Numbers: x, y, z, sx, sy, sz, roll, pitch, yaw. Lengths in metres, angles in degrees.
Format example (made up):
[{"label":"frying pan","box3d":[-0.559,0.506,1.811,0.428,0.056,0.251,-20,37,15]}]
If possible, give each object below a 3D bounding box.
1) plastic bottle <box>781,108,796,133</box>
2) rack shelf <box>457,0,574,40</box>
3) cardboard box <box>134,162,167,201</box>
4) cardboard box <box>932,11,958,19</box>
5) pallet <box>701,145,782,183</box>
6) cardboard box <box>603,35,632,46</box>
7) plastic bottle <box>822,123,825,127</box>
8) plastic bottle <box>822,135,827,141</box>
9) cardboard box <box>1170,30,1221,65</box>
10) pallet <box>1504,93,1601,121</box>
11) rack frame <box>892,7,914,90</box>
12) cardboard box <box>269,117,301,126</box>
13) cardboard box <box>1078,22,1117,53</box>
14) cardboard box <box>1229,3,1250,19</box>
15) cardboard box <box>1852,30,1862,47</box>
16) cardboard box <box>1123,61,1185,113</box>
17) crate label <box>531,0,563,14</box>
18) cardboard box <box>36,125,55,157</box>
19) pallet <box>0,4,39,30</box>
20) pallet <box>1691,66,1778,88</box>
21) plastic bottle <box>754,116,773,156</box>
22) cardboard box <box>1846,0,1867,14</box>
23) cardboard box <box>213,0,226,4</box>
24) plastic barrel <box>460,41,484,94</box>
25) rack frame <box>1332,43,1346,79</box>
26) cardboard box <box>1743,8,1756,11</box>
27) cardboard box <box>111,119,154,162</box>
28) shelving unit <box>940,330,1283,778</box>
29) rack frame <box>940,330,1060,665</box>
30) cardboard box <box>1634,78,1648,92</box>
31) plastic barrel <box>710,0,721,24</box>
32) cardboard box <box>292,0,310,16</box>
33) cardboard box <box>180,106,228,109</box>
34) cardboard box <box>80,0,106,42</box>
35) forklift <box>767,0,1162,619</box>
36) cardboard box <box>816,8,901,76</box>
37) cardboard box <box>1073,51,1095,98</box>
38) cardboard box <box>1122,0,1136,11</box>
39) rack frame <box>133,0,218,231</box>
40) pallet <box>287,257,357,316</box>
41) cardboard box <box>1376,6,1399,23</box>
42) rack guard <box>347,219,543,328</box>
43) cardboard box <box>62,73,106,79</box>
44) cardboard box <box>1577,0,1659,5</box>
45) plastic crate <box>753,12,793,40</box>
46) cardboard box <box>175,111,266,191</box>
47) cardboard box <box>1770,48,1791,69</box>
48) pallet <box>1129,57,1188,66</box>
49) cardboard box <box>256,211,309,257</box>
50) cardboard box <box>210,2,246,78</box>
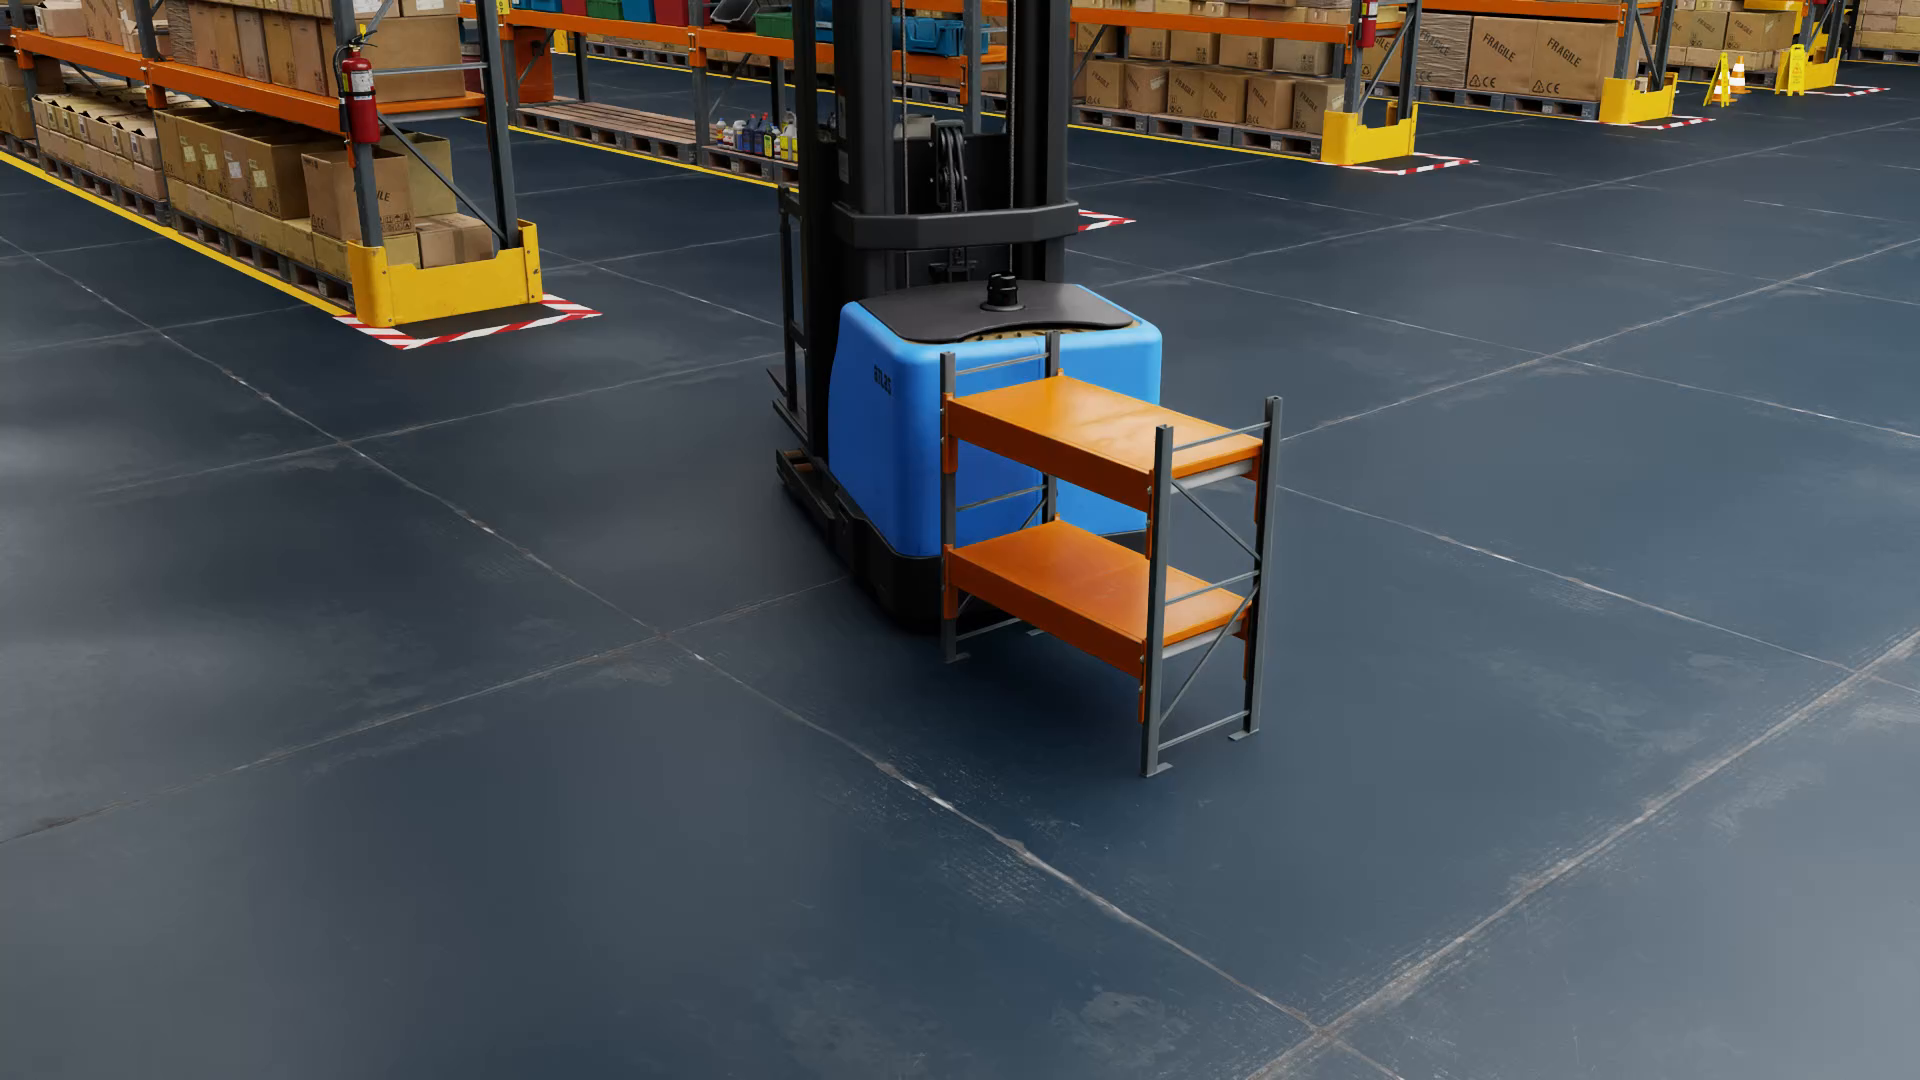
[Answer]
[{"label":"plastic bottle","box3d":[-1.643,-4.014,16.148,0.144,0.351,0.185,-17,27,-37]},{"label":"rack shelf","box3d":[-6.089,-6.509,20.475,1.077,0.370,4.000,-17,27,-37]},{"label":"cardboard box","box3d":[-6.418,-2.969,13.645,0.500,0.250,0.500,-18,28,-38]},{"label":"cardboard box","box3d":[-0.248,-8.910,28.136,0.380,0.149,0.250,-17,27,-36]},{"label":"pallet","box3d":[-1.766,-3.692,16.121,1.003,0.211,1.213,-17,27,-37]},{"label":"cardboard box","box3d":[-5.181,-8.477,26.853,0.875,0.875,0.875,-17,27,-37]},{"label":"plastic bottle","box3d":[-1.271,-3.929,16.023,0.061,0.283,0.133,-15,26,-34]},{"label":"plastic bottle","box3d":[-1.183,-3.452,14.805,0.061,0.283,0.133,-17,27,-36]},{"label":"cardboard box","box3d":[3.695,-7.341,24.122,1.050,0.750,0.750,-17,27,-37]},{"label":"pallet","box3d":[7.433,-5.317,20.269,1.003,0.211,1.213,-17,27,-37]},{"label":"rack frame","box3d":[-1.032,-7.470,21.944,1.000,3.000,0.127,-17,27,-37]},{"label":"cardboard box","box3d":[-4.813,-2.918,12.487,0.500,0.500,0.500,-17,27,-37]},{"label":"cardboard box","box3d":[2.164,-7.774,25.571,0.500,0.500,0.500,-18,27,-38]},{"label":"cardboard box","box3d":[3.020,-5.514,17.293,0.380,0.149,0.250,-17,27,-37]},{"label":"cardboard box","box3d":[14.273,-8.052,26.622,0.500,0.250,0.500,-17,27,-37]},{"label":"cardboard box","box3d":[2.190,-5.120,18.795,0.500,0.500,0.500,-9,23,-21]},{"label":"crate label","box3d":[-4.340,-5.969,18.061,0.502,0.435,0.616,-17,27,-37]},{"label":"cardboard box","box3d":[-8.419,-3.814,15.802,0.500,0.250,0.500,-18,27,-38]},{"label":"pallet","box3d":[-9.034,-5.194,16.396,1.213,0.211,1.003,-17,27,-37]},{"label":"pallet","box3d":[11.145,-6.574,23.480,1.003,0.211,1.213,-17,27,-37]},{"label":"plastic bottle","box3d":[-1.837,-3.783,15.560,0.144,0.351,0.185,-19,28,-40]},{"label":"cardboard box","box3d":[14.244,-8.512,26.427,0.500,0.250,0.500,-17,27,-37]},{"label":"cardboard box","box3d":[-5.055,-3.881,11.753,0.380,0.149,0.250,-18,28,-39]},{"label":"plastic barrel","box3d":[-5.853,-5.807,20.428,0.600,0.588,0.708,-17,27,-37]},{"label":"rack frame","box3d":[5.403,-7.518,22.065,1.000,3.000,0.127,-17,27,-37]},{"label":"cardboard box","box3d":[11.020,-7.322,23.731,0.500,0.500,0.500,-19,28,-39]},{"label":"cardboard box","box3d":[-6.754,-3.370,13.901,0.500,0.311,0.500,-17,27,-36]},{"label":"shelving unit","box3d":[0.451,0.002,5.436,0.538,1.125,1.048,-16,26,-35]},{"label":"rack frame","box3d":[0.140,-0.144,5.810,0.500,1.125,0.032,-16,26,-35]},{"label":"cardboard box","box3d":[9.313,-6.173,22.540,0.380,0.149,0.250,-4,22,-10]},{"label":"plastic barrel","box3d":[-2.195,-5.598,16.477,0.600,0.901,0.708,-17,27,-37]},{"label":"cardboard box","box3d":[-4.049,-3.454,10.663,0.380,0.149,0.250,-18,28,-38]},{"label":"cardboard box","box3d":[-6.670,-3.640,14.590,0.500,0.311,0.500,-19,28,-39]},{"label":"cardboard box","box3d":[-7.431,-4.700,14.733,0.500,0.500,0.500,-19,29,-40]},{"label":"forklift","box3d":[-0.202,-1.583,7.006,1.130,2.935,3.031,-7,22,-17]},{"label":"cardboard box","box3d":[-1.466,-6.872,22.754,1.225,0.875,0.875,-19,28,-40]},{"label":"cardboard box","box3d":[1.195,-5.581,19.944,0.500,0.500,0.700,20,29,41]},{"label":"cardboard box","box3d":[2.000,-5.916,18.319,0.380,0.149,0.250,-17,27,-37]},{"label":"rack frame","box3d":[-5.928,-4.008,13.104,1.000,3.000,0.127,-17,27,-37]},{"label":"pallet","box3d":[-3.848,-1.806,11.304,1.003,0.211,1.213,-17,27,-37]},{"label":"cardboard box","box3d":[4.185,-5.278,16.692,0.380,0.149,0.250,-17,27,-37]},{"label":"rack guard","box3d":[-3.301,-1.732,10.721,1.175,0.500,0.348,-17,27,-37]},{"label":"cardboard box","box3d":[-9.289,-4.631,17.518,0.500,0.500,0.500,-18,28,-38]},{"label":"cardboard box","box3d":[7.737,-6.574,19.451,0.875,0.550,0.550,-17,27,-37]},{"label":"plastic crate","box3d":[-1.501,-4.645,15.021,0.450,0.188,0.662,-17,27,-37]},{"label":"cardboard box","box3d":[-5.530,-2.933,12.526,0.500,0.500,0.500,-17,27,-37]},{"label":"cardboard box","box3d":[11.381,-6.823,23.486,0.500,0.250,0.500,-18,28,-38]},{"label":"pallet","box3d":[3.250,-7.089,24.793,1.003,0.211,1.213,-17,27,-37]},{"label":"cardboard box","box3d":[-4.554,-2.169,11.603,0.500,0.250,0.500,-17,27,-37]},{"label":"cardboard box","box3d":[-4.960,-3.650,12.052,0.700,0.500,0.500,-17,27,-37]}]
